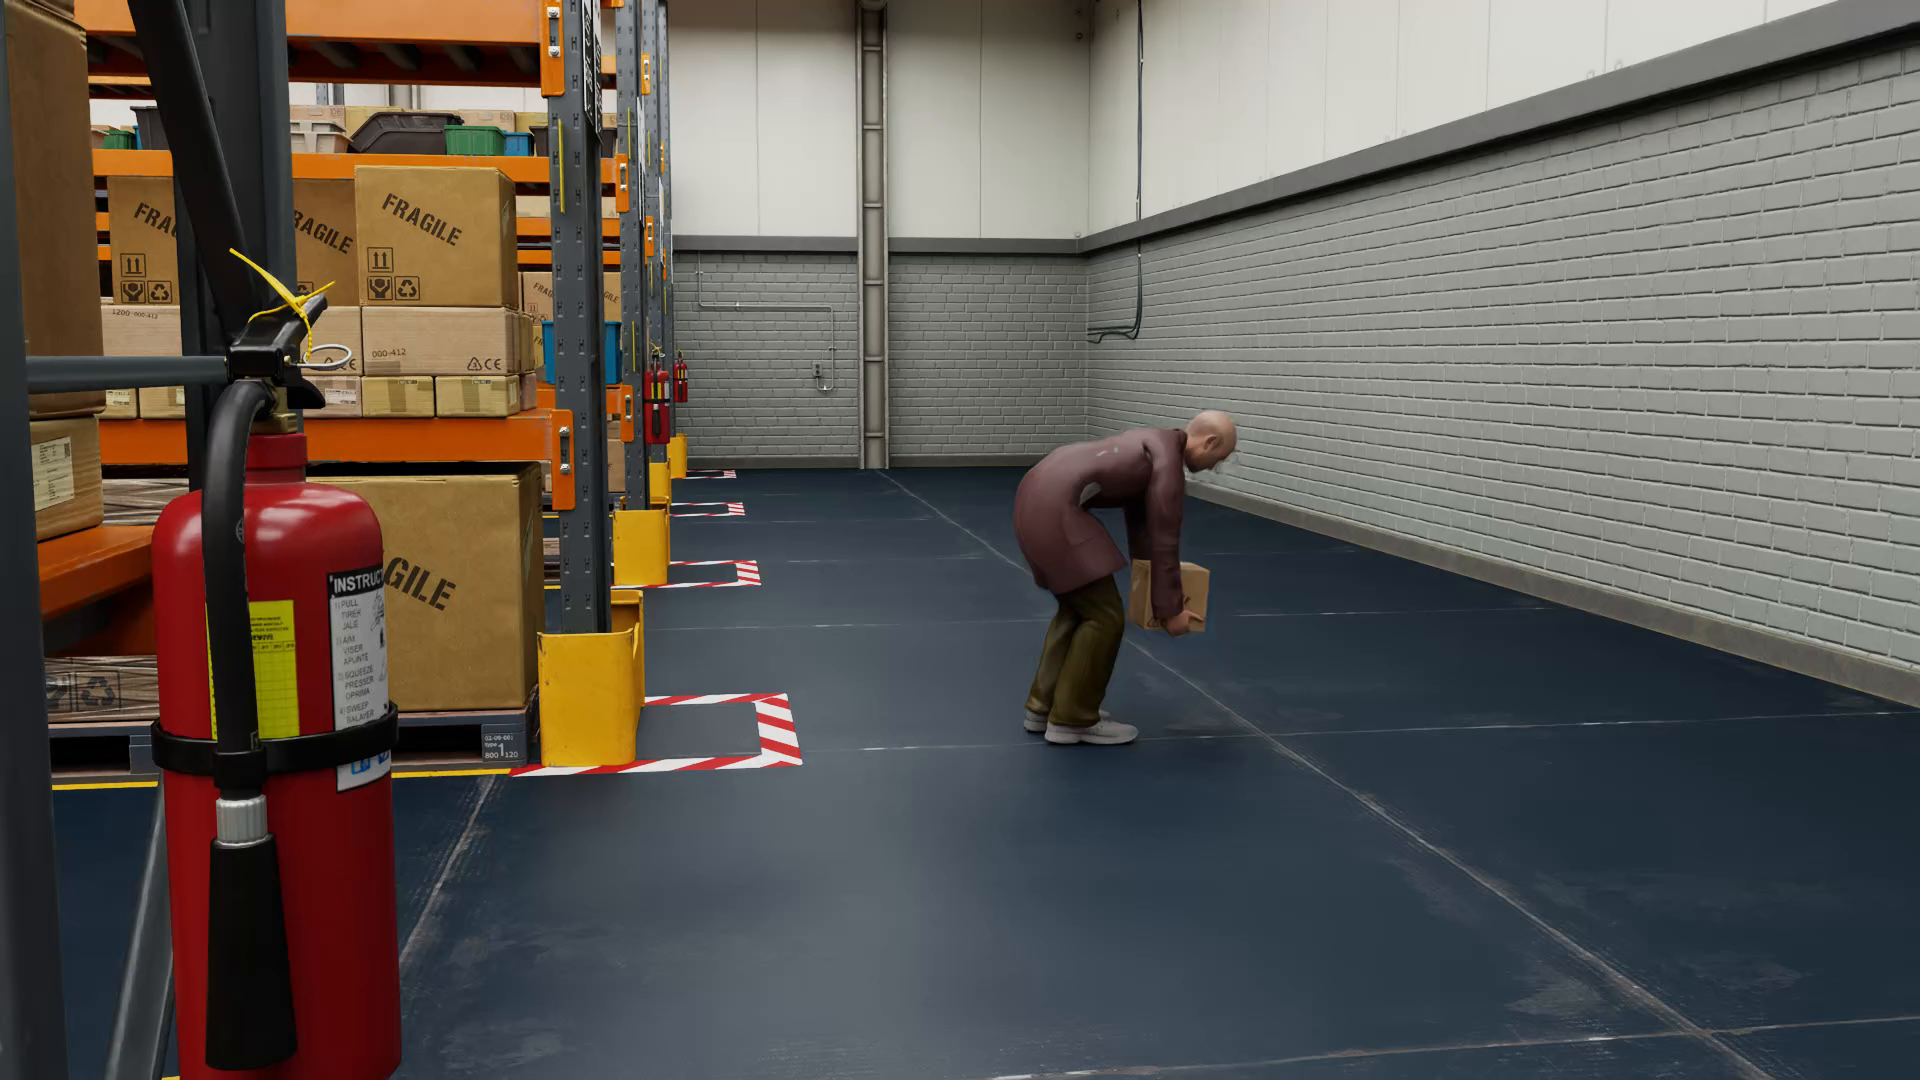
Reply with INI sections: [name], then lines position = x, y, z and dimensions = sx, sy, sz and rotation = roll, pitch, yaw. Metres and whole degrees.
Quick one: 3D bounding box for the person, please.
[person]
position = 0.664, 0.139, 6.658
dimensions = 0.914, 1.310, 0.553
rotation = -1, 6, -10
